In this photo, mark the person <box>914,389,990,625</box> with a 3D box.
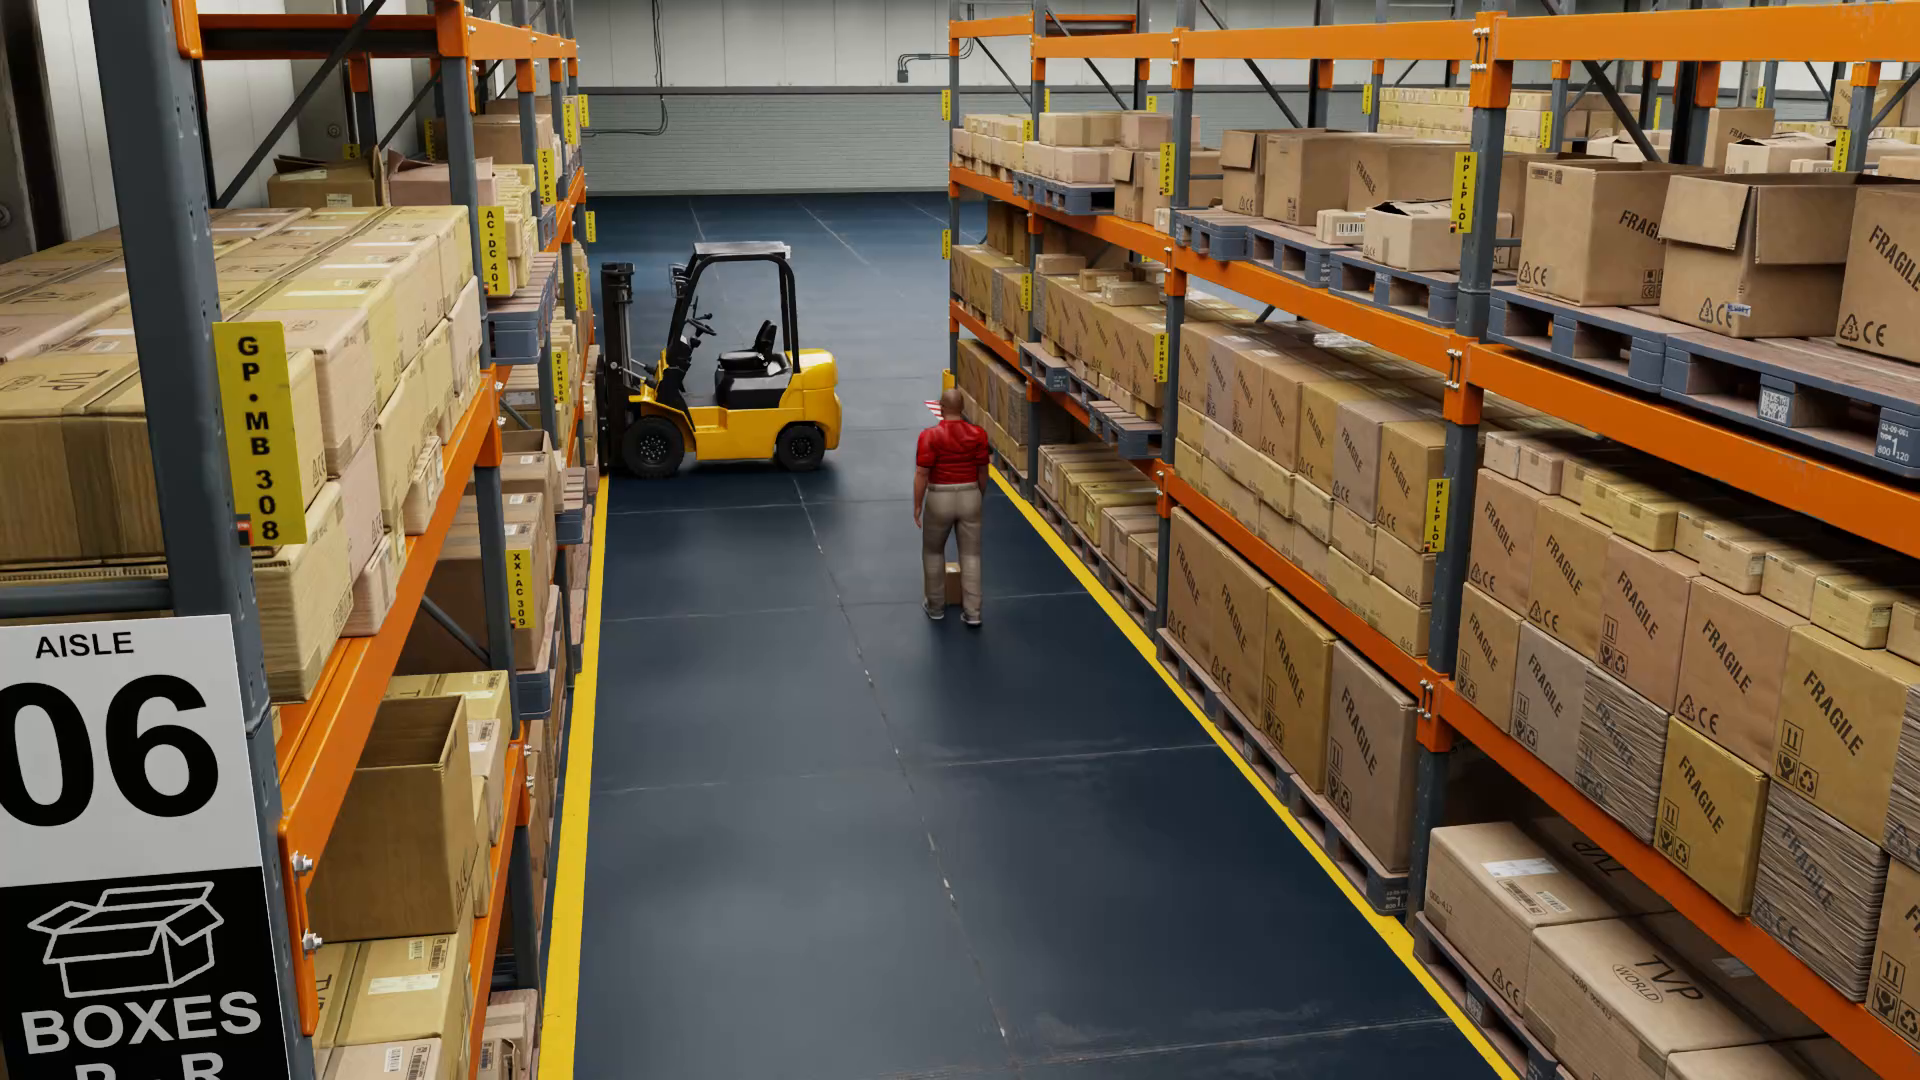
[{"bbox_3d":[-0.072,-0.250,11.959,0.548,1.729,0.519,-3,16,-9],"label":"person"}]
